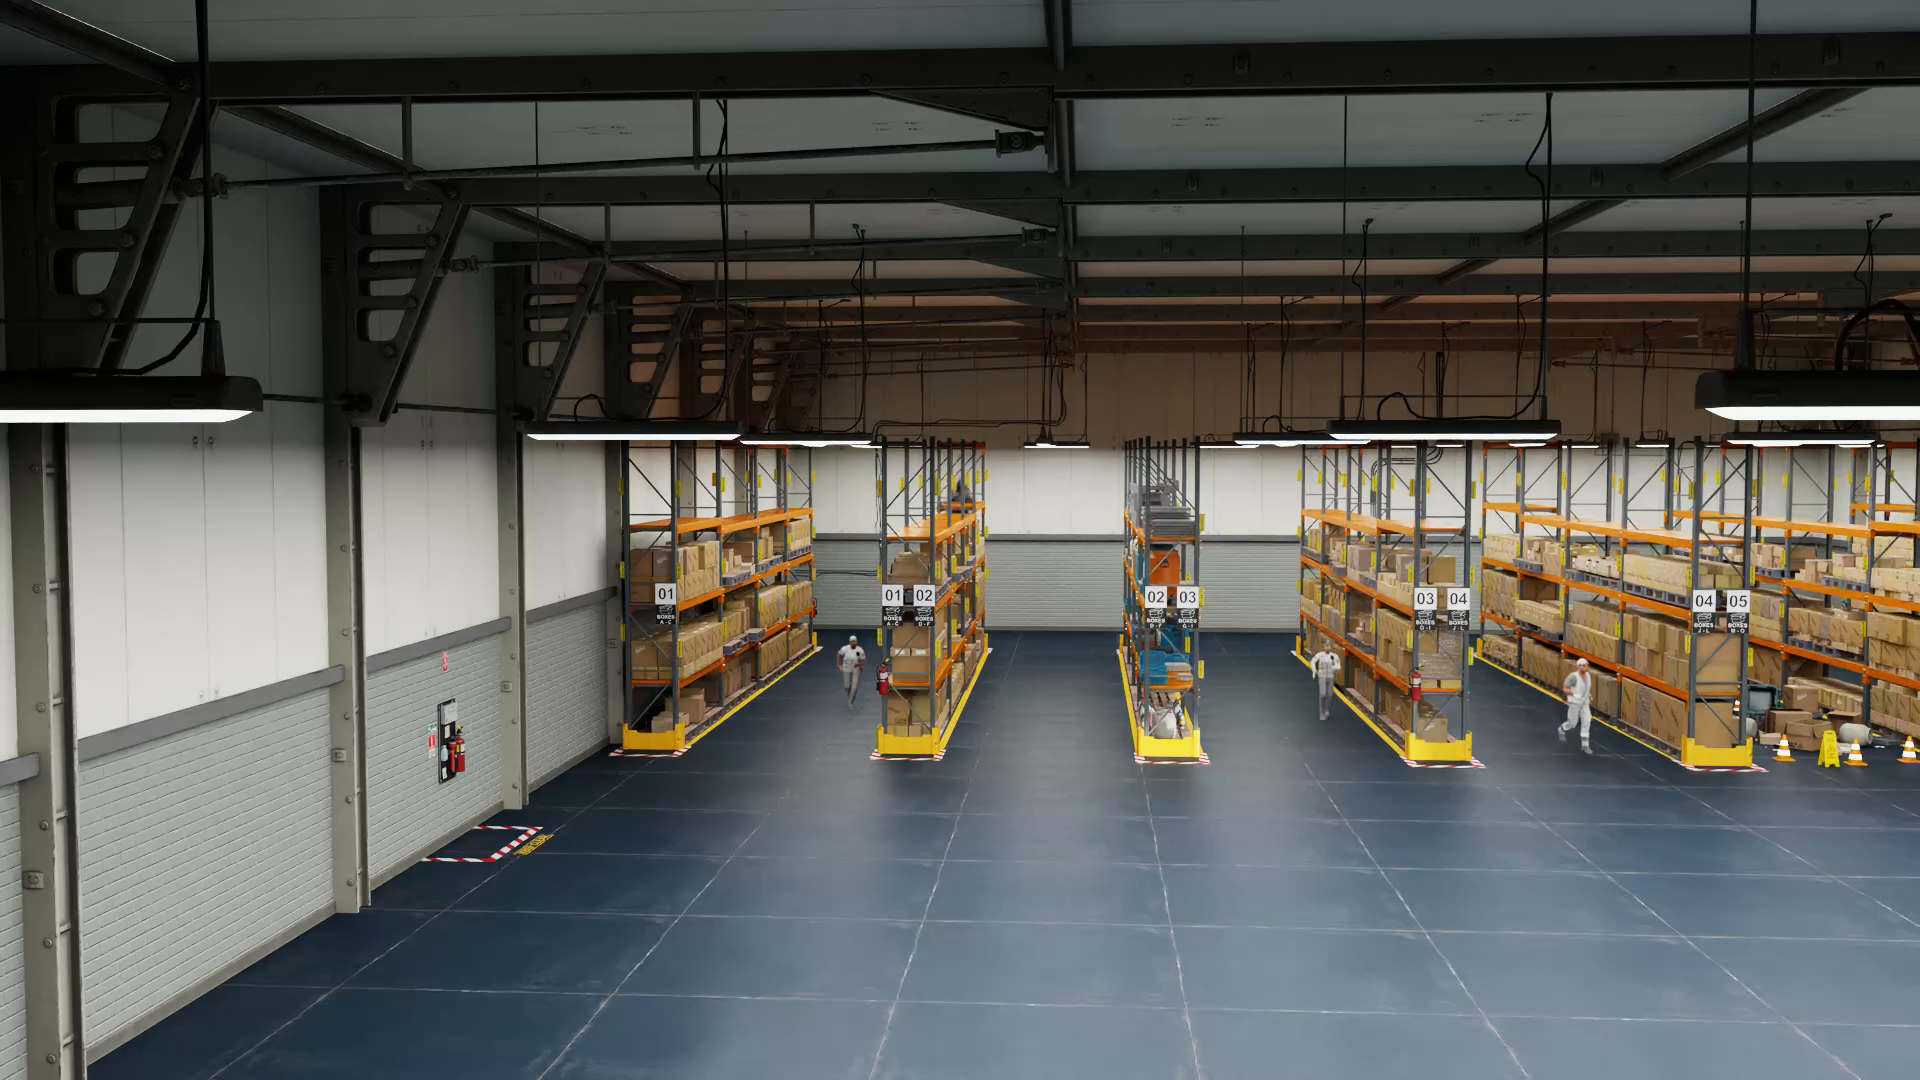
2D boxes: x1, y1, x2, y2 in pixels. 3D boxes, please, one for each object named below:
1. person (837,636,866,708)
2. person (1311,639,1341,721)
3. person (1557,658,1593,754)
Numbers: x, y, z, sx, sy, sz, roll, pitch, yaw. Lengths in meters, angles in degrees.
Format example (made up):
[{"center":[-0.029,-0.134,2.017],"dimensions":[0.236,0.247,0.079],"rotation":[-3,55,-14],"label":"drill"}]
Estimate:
[{"center":[-2.424,2.948,37.078],"dimensions":[0.645,1.620,0.625],"rotation":[0,3,-3],"label":"person"},{"center":[7.815,2.983,35.471],"dimensions":[0.580,1.750,0.737],"rotation":[0,3,2],"label":"person"},{"center":[11.796,3.132,31.766],"dimensions":[0.684,1.775,1.027],"rotation":[-1,3,-19],"label":"person"}]
